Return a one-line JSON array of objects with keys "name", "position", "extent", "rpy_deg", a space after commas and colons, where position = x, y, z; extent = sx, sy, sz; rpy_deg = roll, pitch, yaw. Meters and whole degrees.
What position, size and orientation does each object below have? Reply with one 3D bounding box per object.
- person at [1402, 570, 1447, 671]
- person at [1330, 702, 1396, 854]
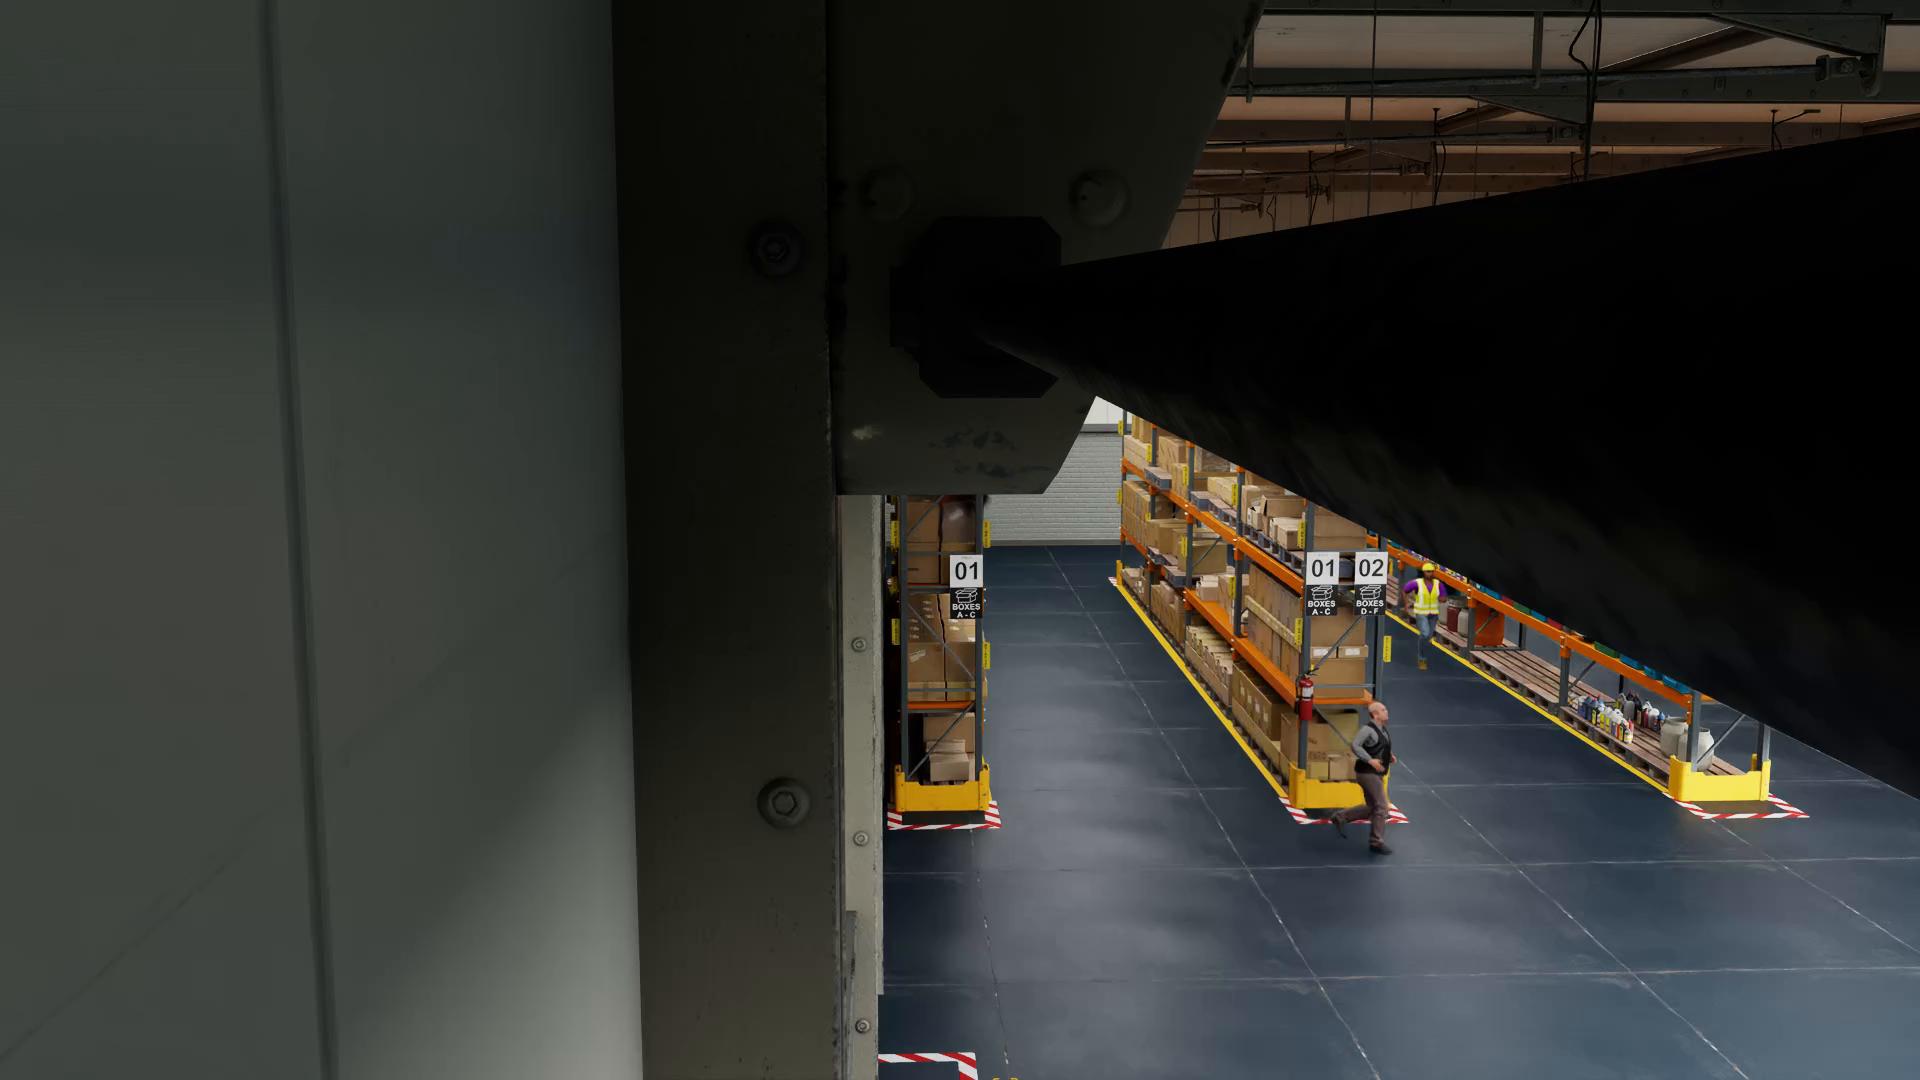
[{"name": "person", "position": [7.930, 1.317, 28.296], "extent": [0.678, 1.793, 0.769], "rpy_deg": [-1, 9, -9]}, {"name": "person", "position": [4.713, 2.704, 19.193], "extent": [0.796, 1.698, 0.696], "rpy_deg": [5, 10, 33]}]
